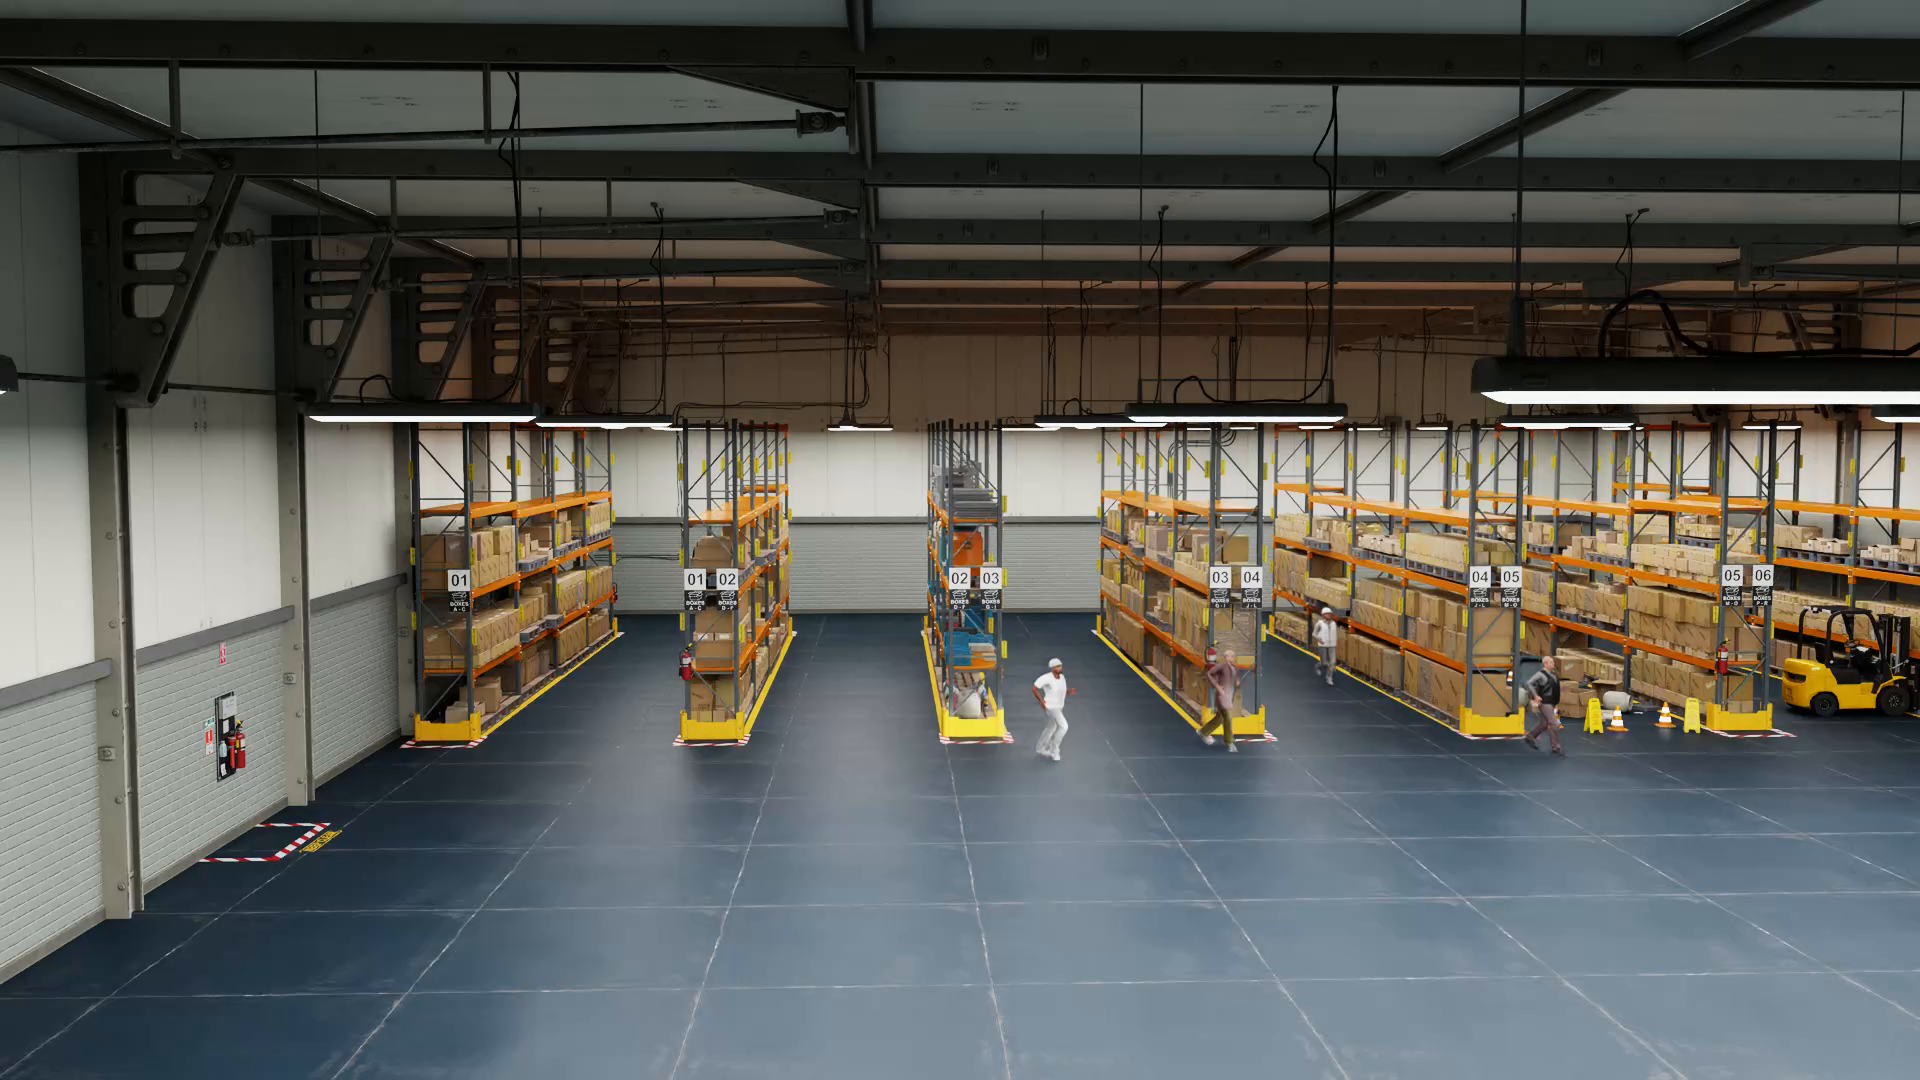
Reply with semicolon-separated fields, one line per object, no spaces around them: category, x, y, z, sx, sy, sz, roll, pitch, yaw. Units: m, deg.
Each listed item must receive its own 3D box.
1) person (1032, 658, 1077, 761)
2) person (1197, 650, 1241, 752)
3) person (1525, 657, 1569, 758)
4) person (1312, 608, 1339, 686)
person;1.677;2.986;29.266;0.747;1.822;0.661;2;4;32
person;4.821;2.915;30.368;0.933;1.823;0.709;3;5;41
person;10.457;2.940;29.603;0.647;1.733;0.904;-4;5;-44
person;8.407;2.422;38.143;0.661;1.758;0.792;-1;4;-8
